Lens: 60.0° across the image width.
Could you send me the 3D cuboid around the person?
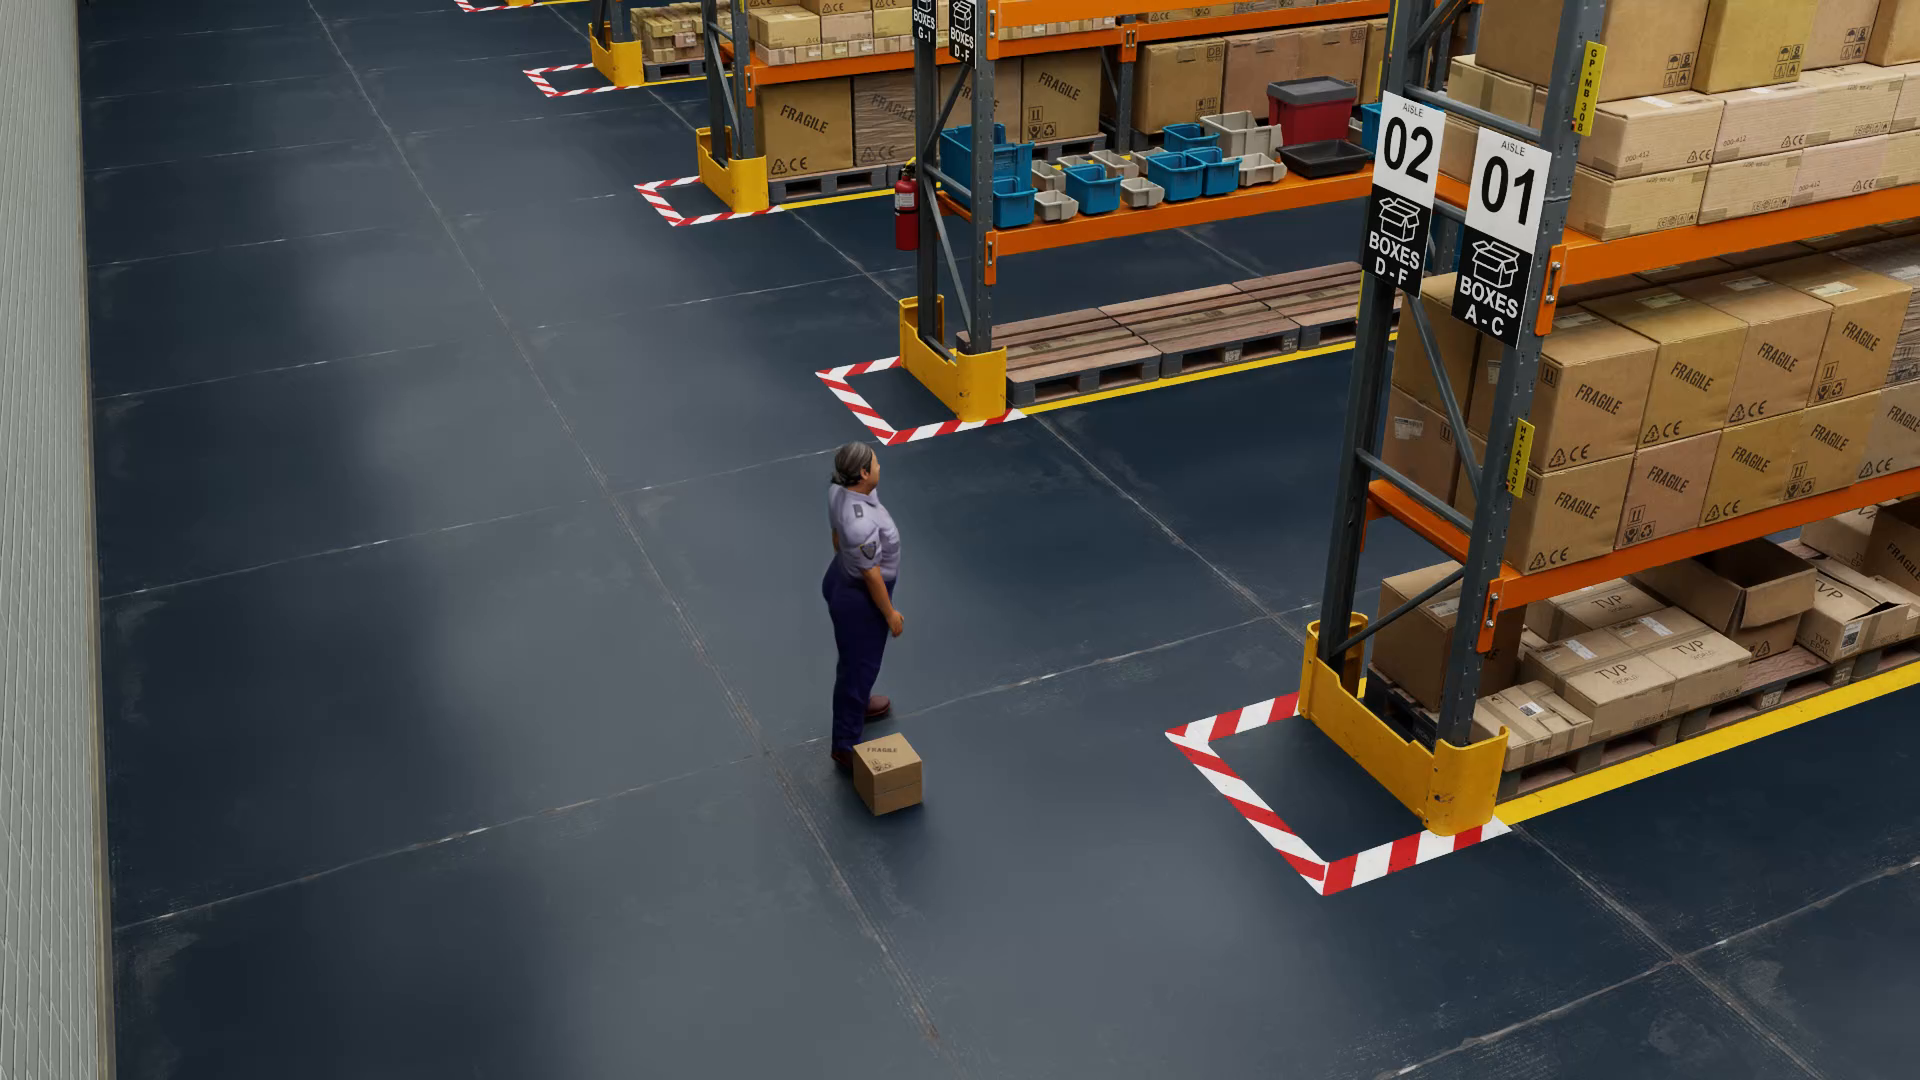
[{"bbox_3d":[-0.477,0.289,7.913,0.380,1.654,0.635,-7,30,-12],"label":"person"}]
